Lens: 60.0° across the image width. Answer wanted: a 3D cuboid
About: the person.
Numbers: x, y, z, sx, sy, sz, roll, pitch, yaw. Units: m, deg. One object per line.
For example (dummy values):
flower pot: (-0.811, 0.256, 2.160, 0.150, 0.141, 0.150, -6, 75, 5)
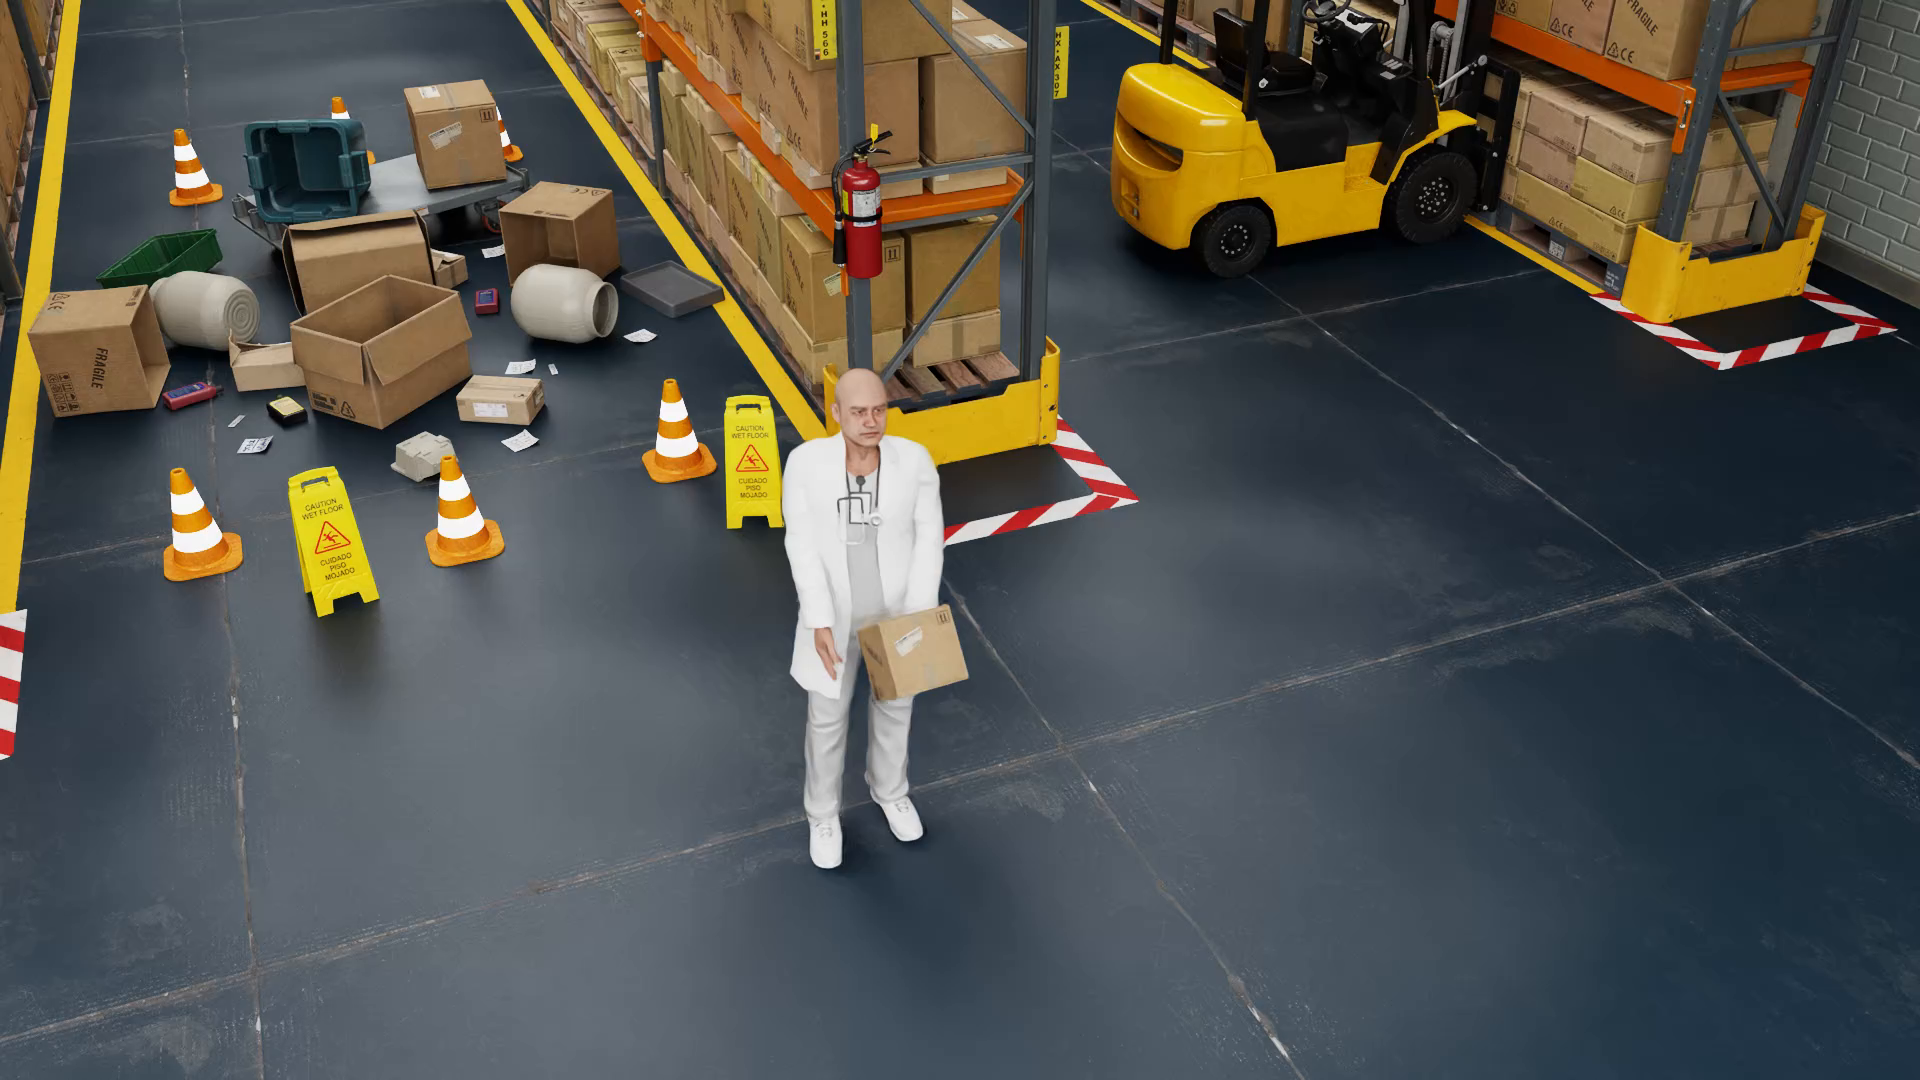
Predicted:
person: (-0.314, 0.293, 5.699, 0.557, 1.780, 0.528, -5, 33, -8)
